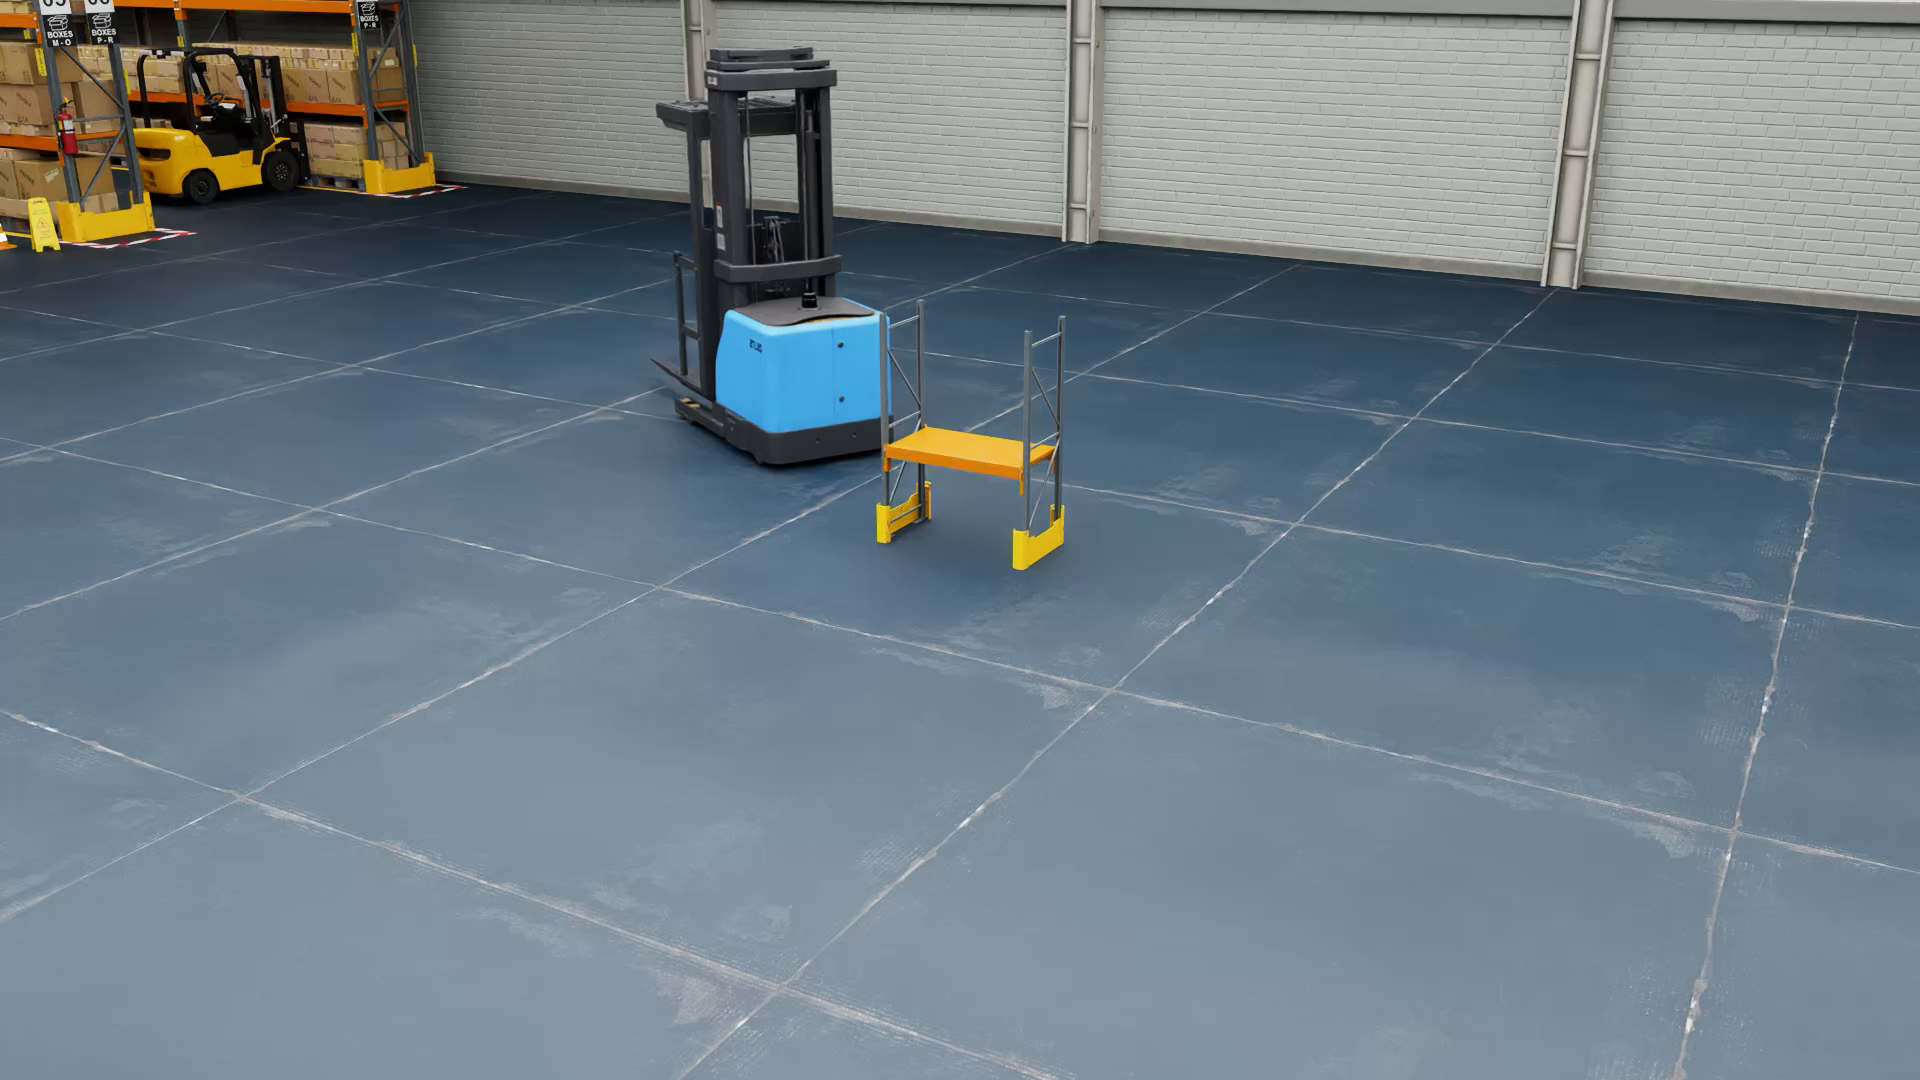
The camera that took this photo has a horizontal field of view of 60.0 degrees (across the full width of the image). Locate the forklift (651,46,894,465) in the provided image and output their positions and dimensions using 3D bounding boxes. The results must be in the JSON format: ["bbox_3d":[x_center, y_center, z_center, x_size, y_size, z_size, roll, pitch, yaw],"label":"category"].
[{"bbox_3d":[-1.676,-2.385,13.143,1.130,2.935,3.031,-11,23,-28],"label":"forklift"}]

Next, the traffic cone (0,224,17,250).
[{"bbox_3d":[-12.168,-3.918,20.988,0.334,0.463,0.336,11,23,27],"label":"traffic cone"}]

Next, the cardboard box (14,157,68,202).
[{"bbox_3d":[-11.990,-4.736,21.840,0.500,0.500,0.500,11,23,28],"label":"cardboard box"}]

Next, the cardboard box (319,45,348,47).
[{"bbox_3d":[-9.835,-7.688,26.126,0.250,0.149,0.380,12,23,29],"label":"cardboard box"}]

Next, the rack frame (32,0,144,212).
[{"bbox_3d":[-11.163,-5.423,21.417,0.127,3.000,1.000,11,23,27],"label":"rack frame"}]

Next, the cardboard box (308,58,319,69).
[{"bbox_3d":[-9.830,-7.367,25.678,0.250,0.149,0.380,11,22,27],"label":"cardboard box"}]

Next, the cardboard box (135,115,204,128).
[{"bbox_3d":[-13.373,-6.863,28.251,0.625,0.625,0.875,11,22,27],"label":"cardboard box"}]

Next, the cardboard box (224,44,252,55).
[{"bbox_3d":[-11.430,-7.787,26.400,0.250,0.149,0.380,11,23,28],"label":"cardboard box"}]

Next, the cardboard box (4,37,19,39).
[{"bbox_3d":[-17.245,-8.694,29.667,0.637,0.503,0.797,10,22,26],"label":"cardboard box"}]

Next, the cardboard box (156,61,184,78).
[{"bbox_3d":[-12.791,-7.737,27.282,0.500,0.250,0.500,10,22,26],"label":"cardboard box"}]

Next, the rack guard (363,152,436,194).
[{"bbox_3d":[-8.725,-5.722,25.907,0.348,0.500,1.175,11,23,27],"label":"rack guard"}]

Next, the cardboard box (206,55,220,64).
[{"bbox_3d":[-11.861,-7.745,26.719,0.250,0.149,0.380,11,23,29],"label":"cardboard box"}]

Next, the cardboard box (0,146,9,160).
[{"bbox_3d":[-12.561,-5.125,21.960,0.250,0.149,0.380,11,23,28],"label":"cardboard box"}]

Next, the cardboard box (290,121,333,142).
[{"bbox_3d":[-10.194,-6.424,26.127,0.500,0.250,0.500,11,23,28],"label":"cardboard box"}]

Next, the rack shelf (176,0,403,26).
[{"bbox_3d":[-10.492,-8.306,26.020,4.000,0.370,1.077,11,23,27],"label":"rack shelf"}]

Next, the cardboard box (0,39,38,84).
[{"bbox_3d":[-12.154,-6.186,21.472,0.500,0.500,0.700,11,23,28],"label":"cardboard box"}]

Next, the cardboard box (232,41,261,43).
[{"bbox_3d":[-11.613,-8.041,27.100,0.250,0.149,0.380,10,22,26],"label":"cardboard box"}]

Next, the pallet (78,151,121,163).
[{"bbox_3d":[-15.030,-6.773,29.226,1.213,0.211,1.003,11,23,27],"label":"pallet"}]

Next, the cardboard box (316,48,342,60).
[{"bbox_3d":[-9.634,-7.457,25.490,0.250,0.149,0.380,11,23,28],"label":"cardboard box"}]

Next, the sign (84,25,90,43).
[{"bbox_3d":[-15.462,-8.942,29.419,0.005,0.325,0.100,11,23,27],"label":"sign"}]

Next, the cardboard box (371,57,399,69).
[{"bbox_3d":[-8.916,-7.387,25.733,0.250,0.149,0.380,10,22,26],"label":"cardboard box"}]

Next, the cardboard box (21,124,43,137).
[{"bbox_3d":[-11.869,-5.313,21.481,0.250,0.149,0.380,10,22,27],"label":"cardboard box"}]

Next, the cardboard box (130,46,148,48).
[{"bbox_3d":[-13.998,-8.340,28.361,0.250,0.149,0.380,12,23,29],"label":"cardboard box"}]

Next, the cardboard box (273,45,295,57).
[{"bbox_3d":[-10.503,-7.643,26.003,0.250,0.149,0.380,11,23,28],"label":"cardboard box"}]

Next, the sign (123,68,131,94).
[{"bbox_3d":[-10.899,-5.992,21.715,0.005,0.325,0.100,11,23,27],"label":"sign"}]

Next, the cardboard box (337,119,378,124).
[{"bbox_3d":[-9.511,-6.495,26.321,0.500,0.250,0.500,11,23,27],"label":"cardboard box"}]

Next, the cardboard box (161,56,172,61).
[{"bbox_3d":[-12.879,-7.947,27.276,0.250,0.149,0.380,10,22,27],"label":"cardboard box"}]

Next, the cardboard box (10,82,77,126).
[{"bbox_3d":[-11.772,-5.618,21.372,0.500,0.500,0.500,10,22,26],"label":"cardboard box"}]

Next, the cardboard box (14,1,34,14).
[{"bbox_3d":[-11.611,-6.691,20.882,0.250,0.149,0.380,11,23,28],"label":"cardboard box"}]

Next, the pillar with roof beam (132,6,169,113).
[{"bbox_3d":[-16.252,-9.822,24.746,0.400,9.000,9.100,11,23,27],"label":"pillar with roof beam"}]

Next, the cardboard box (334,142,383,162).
[{"bbox_3d":[-9.323,-6.029,25.771,0.500,0.250,0.500,10,22,27],"label":"cardboard box"}]

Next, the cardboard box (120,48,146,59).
[{"bbox_3d":[-13.774,-8.113,27.734,0.250,0.149,0.380,11,23,28],"label":"cardboard box"}]

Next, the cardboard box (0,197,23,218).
[{"bbox_3d":[-12.449,-4.471,22.208,0.500,0.250,0.500,11,23,27],"label":"cardboard box"}]

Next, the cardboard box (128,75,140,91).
[{"bbox_3d":[-13.666,-7.676,27.847,0.500,0.250,0.500,11,23,28],"label":"cardboard box"}]

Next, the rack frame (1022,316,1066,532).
[{"bbox_3d":[0.518,-0.606,10.337,0.032,1.500,0.500,11,23,27],"label":"rack frame"}]

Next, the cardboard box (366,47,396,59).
[{"bbox_3d":[-8.935,-7.513,25.643,0.250,0.149,0.380,10,22,26],"label":"cardboard box"}]

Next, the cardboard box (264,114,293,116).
[{"bbox_3d":[-11.264,-6.838,27.266,0.500,0.250,0.500,10,22,27],"label":"cardboard box"}]

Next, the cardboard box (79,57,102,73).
[{"bbox_3d":[-14.577,-8.074,28.211,0.500,0.250,0.500,10,22,26],"label":"cardboard box"}]

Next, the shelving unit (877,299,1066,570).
[{"bbox_3d":[0.067,-0.692,10.574,1.083,1.500,0.587,11,23,27],"label":"shelving unit"}]

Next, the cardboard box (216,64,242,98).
[{"bbox_3d":[-11.515,-7.380,26.666,0.500,0.500,0.500,11,23,28],"label":"cardboard box"}]

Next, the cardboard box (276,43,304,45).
[{"bbox_3d":[-10.710,-7.873,26.636,0.250,0.149,0.380,11,22,27],"label":"cardboard box"}]

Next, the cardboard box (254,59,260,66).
[{"bbox_3d":[-10.985,-7.566,26.226,0.250,0.149,0.380,10,22,26],"label":"cardboard box"}]

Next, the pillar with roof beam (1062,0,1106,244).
[{"bbox_3d":[-0.537,-6.829,16.494,0.400,9.000,9.100,11,23,27],"label":"pillar with roof beam"}]

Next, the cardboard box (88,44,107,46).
[{"bbox_3d":[-14.868,-8.519,28.852,0.250,0.149,0.380,11,23,27],"label":"cardboard box"}]

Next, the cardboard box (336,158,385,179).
[{"bbox_3d":[-9.310,-5.790,25.846,0.500,0.250,0.500,11,23,28],"label":"cardboard box"}]

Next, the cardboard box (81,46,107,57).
[{"bbox_3d":[-14.657,-8.291,28.226,0.250,0.149,0.380,11,23,28],"label":"cardboard box"}]

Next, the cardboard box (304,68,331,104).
[{"bbox_3d":[-9.752,-7.041,25.731,0.500,0.500,0.500,12,23,29],"label":"cardboard box"}]
